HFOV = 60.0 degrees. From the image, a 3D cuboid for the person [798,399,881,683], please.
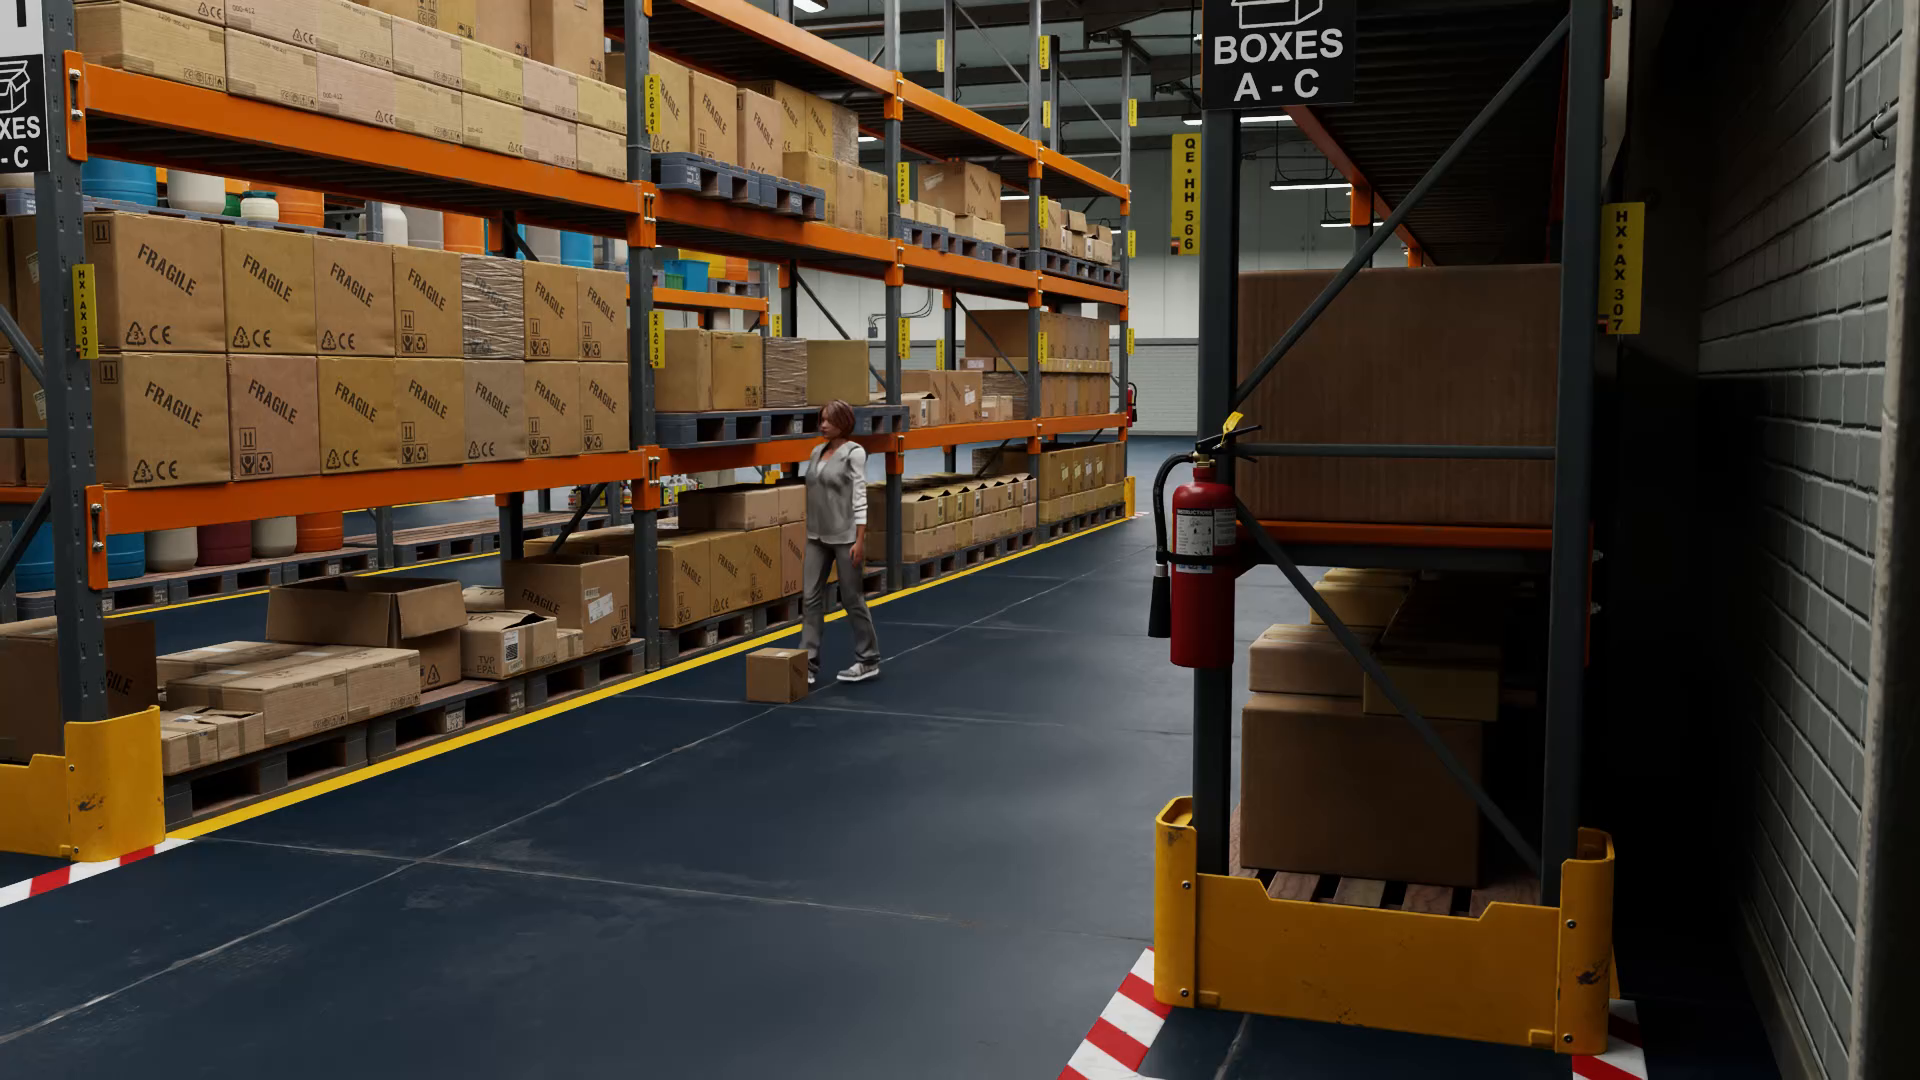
[{"bbox_3d":[-0.727,0.015,9.235,0.420,1.591,0.630,4,7,38],"label":"person"}]
